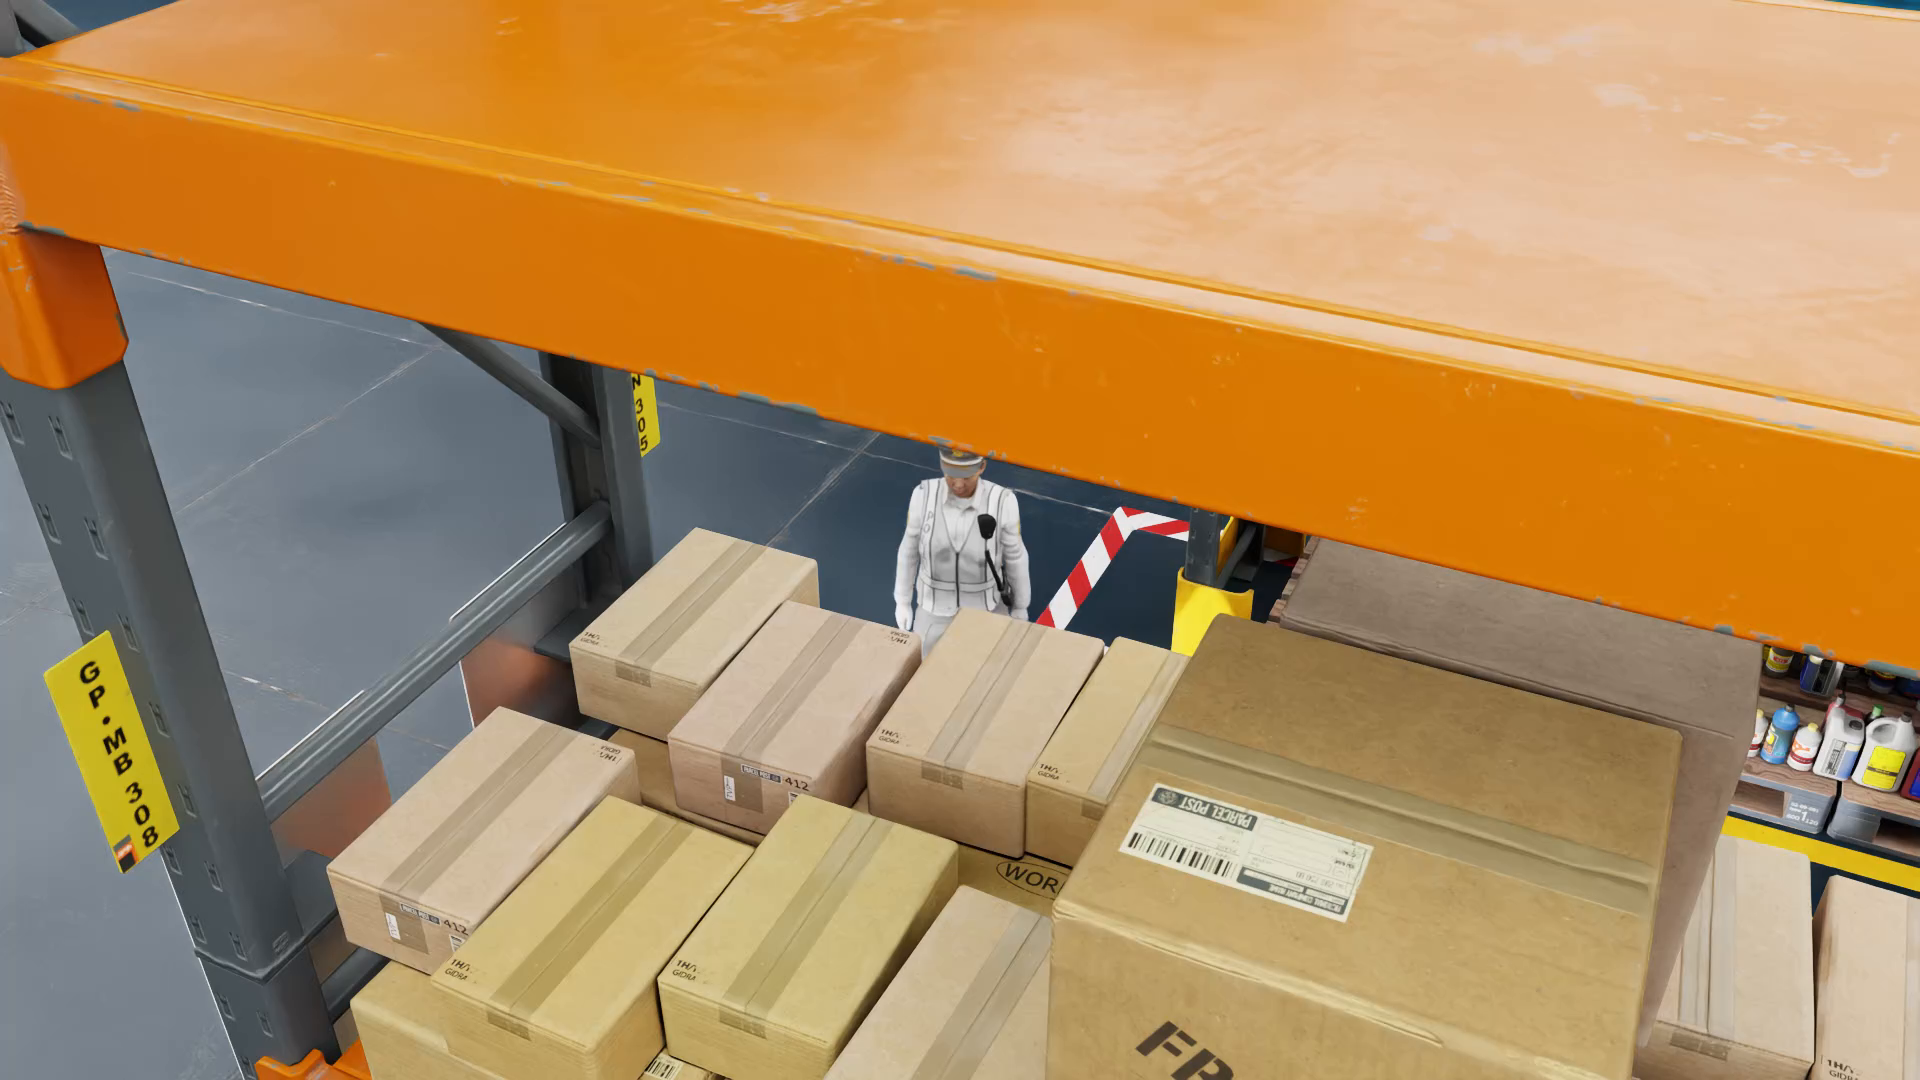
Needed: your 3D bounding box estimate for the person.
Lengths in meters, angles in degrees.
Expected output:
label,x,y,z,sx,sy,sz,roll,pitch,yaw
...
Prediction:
label,x,y,z,sx,sy,sz,roll,pitch,yaw
person,-0.027,0.251,6.730,0.622,1.653,0.679,4,34,6
